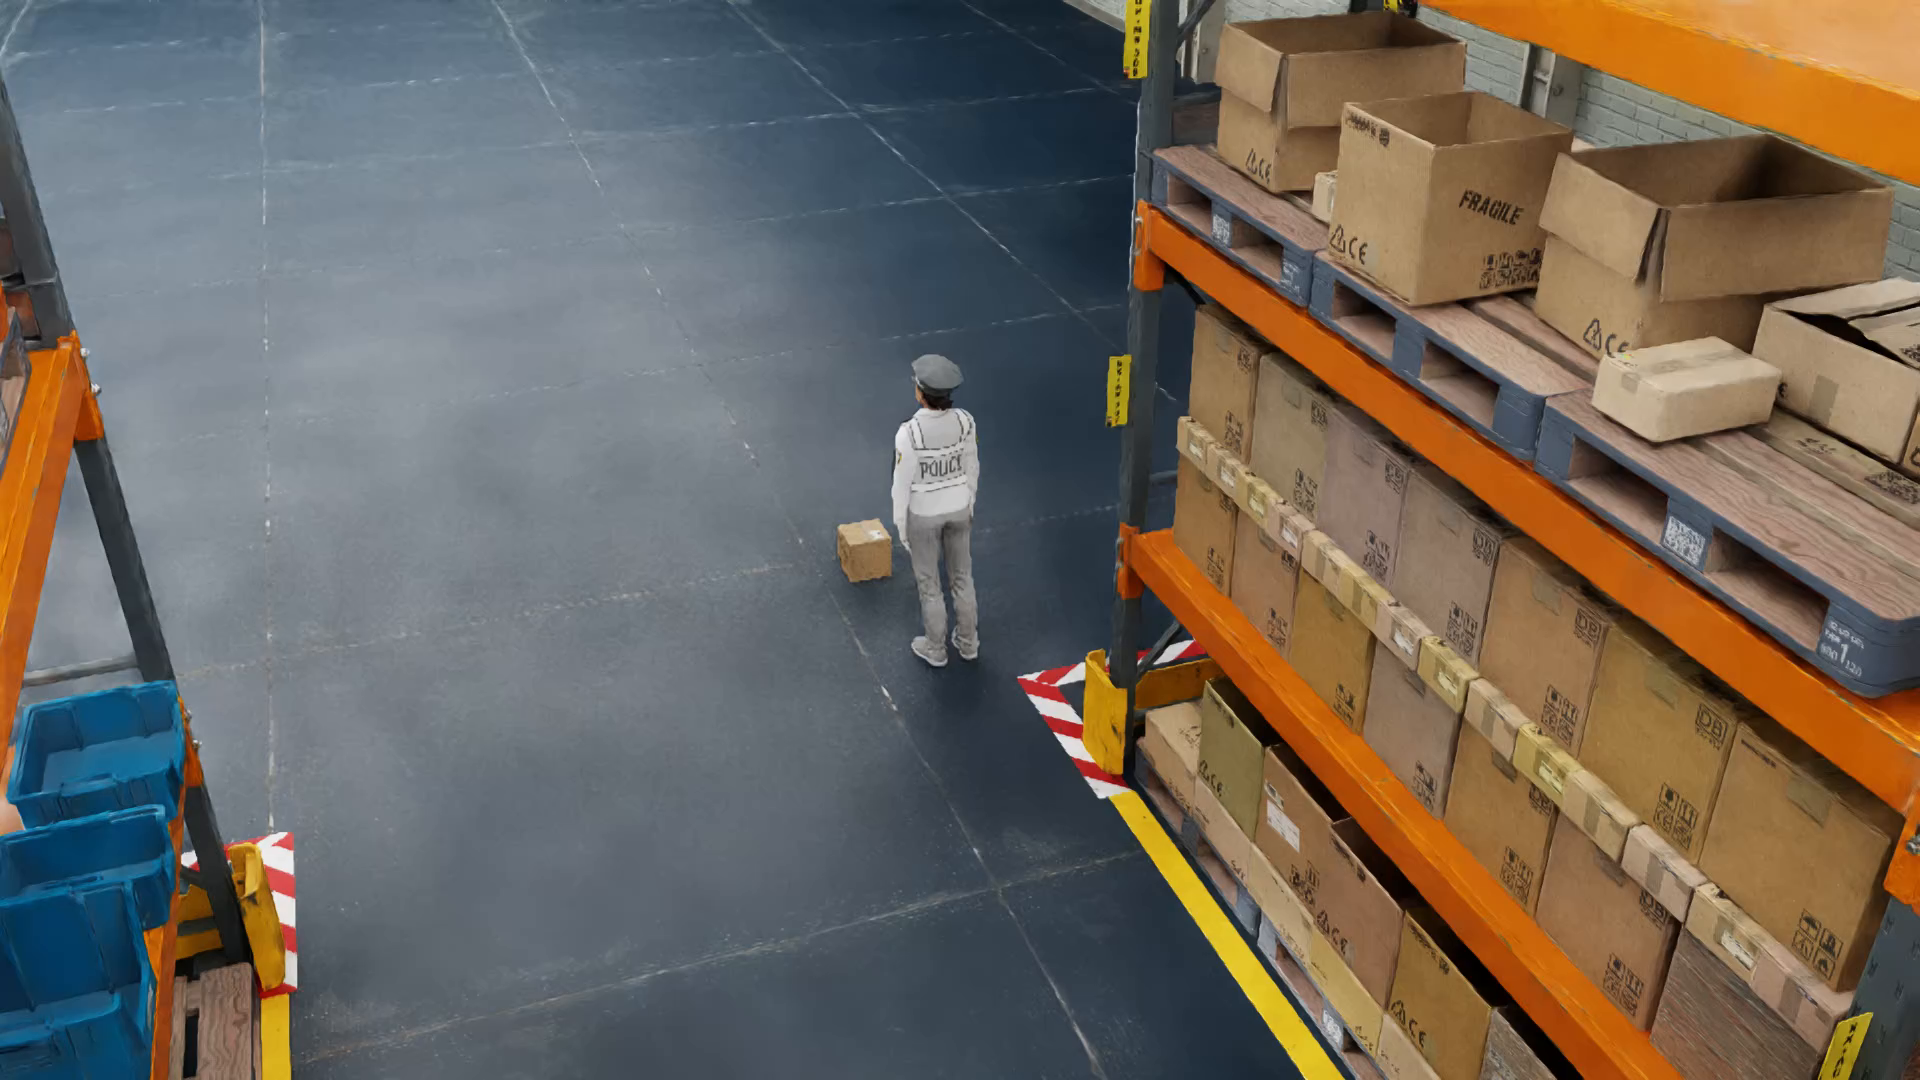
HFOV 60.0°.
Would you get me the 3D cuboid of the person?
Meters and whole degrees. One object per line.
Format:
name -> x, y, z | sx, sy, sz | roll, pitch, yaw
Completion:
person -> -0.123, -0.138, 8.525 | 0.491, 1.684, 0.386 | -14, 33, -23
